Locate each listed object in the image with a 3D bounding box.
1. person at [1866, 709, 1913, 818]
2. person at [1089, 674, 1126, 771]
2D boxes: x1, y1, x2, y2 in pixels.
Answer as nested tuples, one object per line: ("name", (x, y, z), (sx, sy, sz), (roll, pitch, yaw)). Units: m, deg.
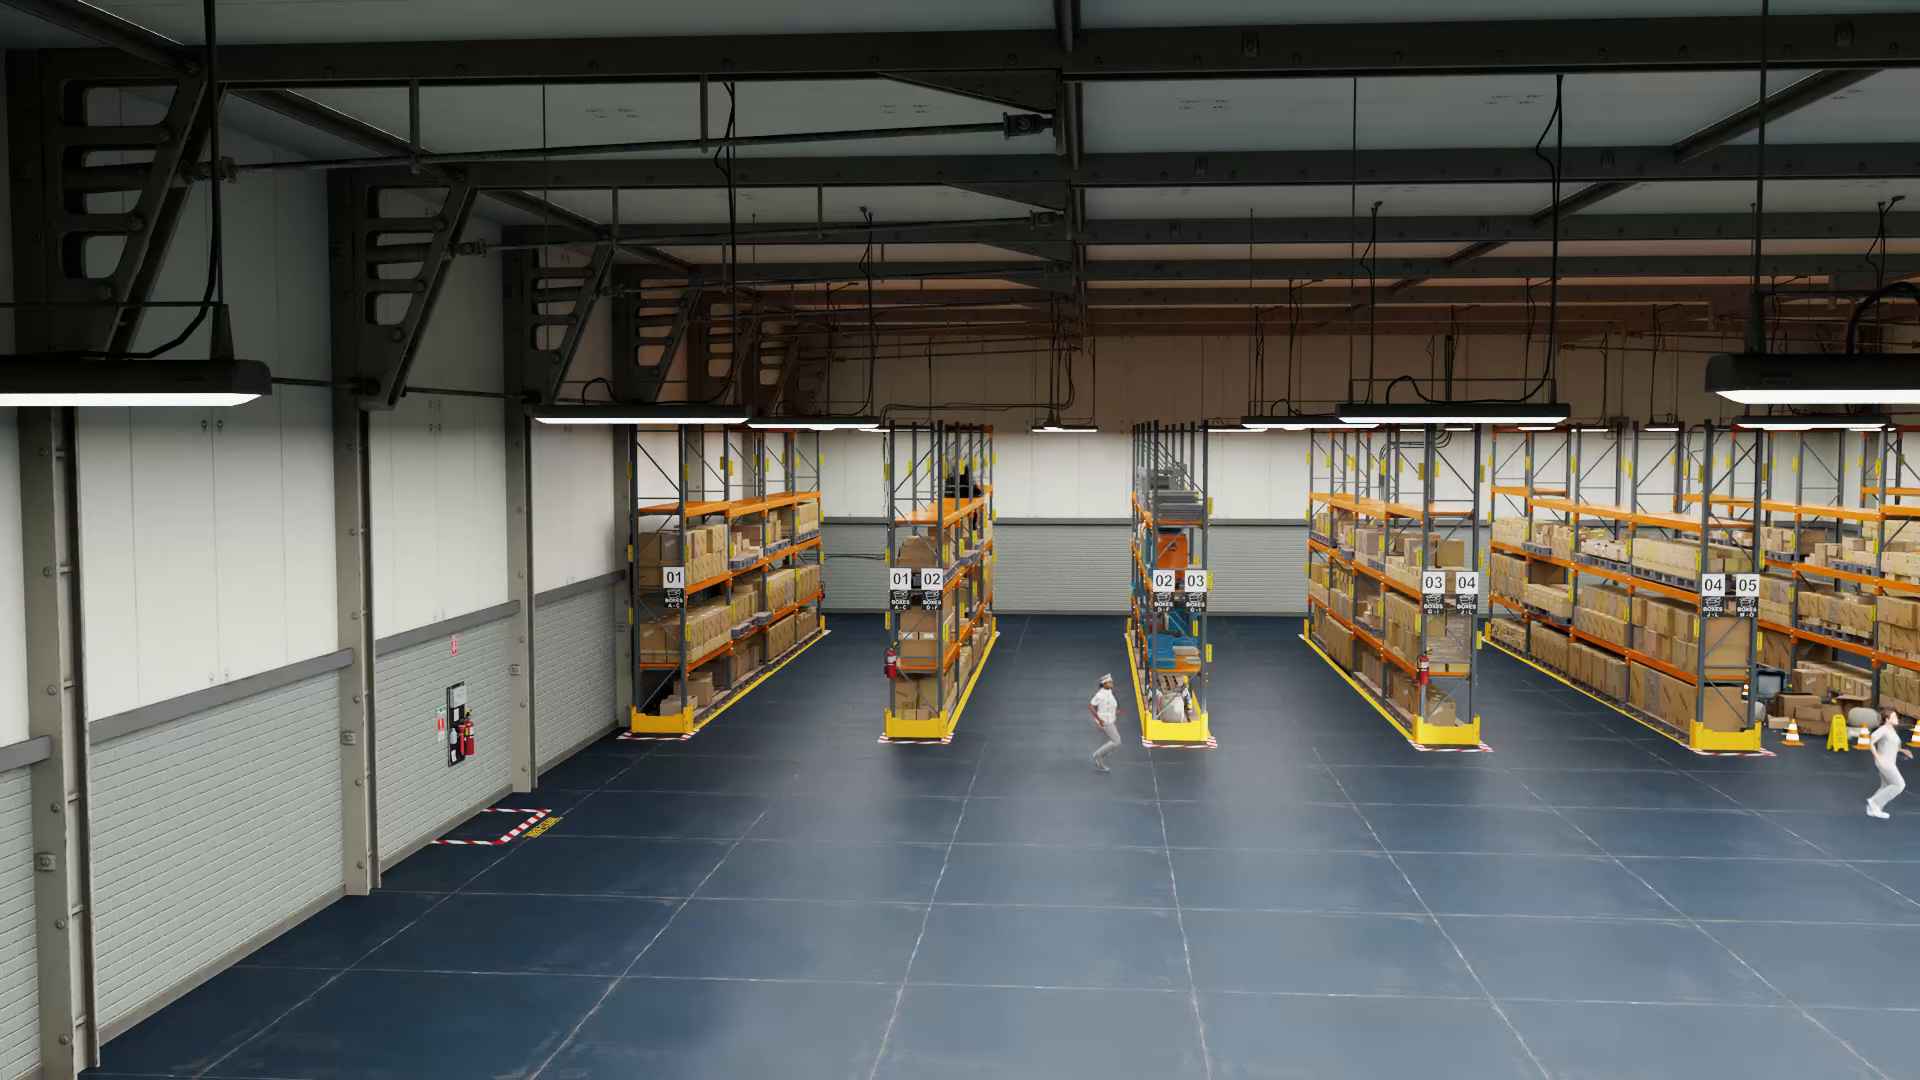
("person", (13.838, 3.331, 24.754), (0.568, 1.637, 0.573), (3, 5, 41))
("person", (2.534, 3.098, 28.244), (0.576, 1.659, 0.560), (2, 4, 23))
